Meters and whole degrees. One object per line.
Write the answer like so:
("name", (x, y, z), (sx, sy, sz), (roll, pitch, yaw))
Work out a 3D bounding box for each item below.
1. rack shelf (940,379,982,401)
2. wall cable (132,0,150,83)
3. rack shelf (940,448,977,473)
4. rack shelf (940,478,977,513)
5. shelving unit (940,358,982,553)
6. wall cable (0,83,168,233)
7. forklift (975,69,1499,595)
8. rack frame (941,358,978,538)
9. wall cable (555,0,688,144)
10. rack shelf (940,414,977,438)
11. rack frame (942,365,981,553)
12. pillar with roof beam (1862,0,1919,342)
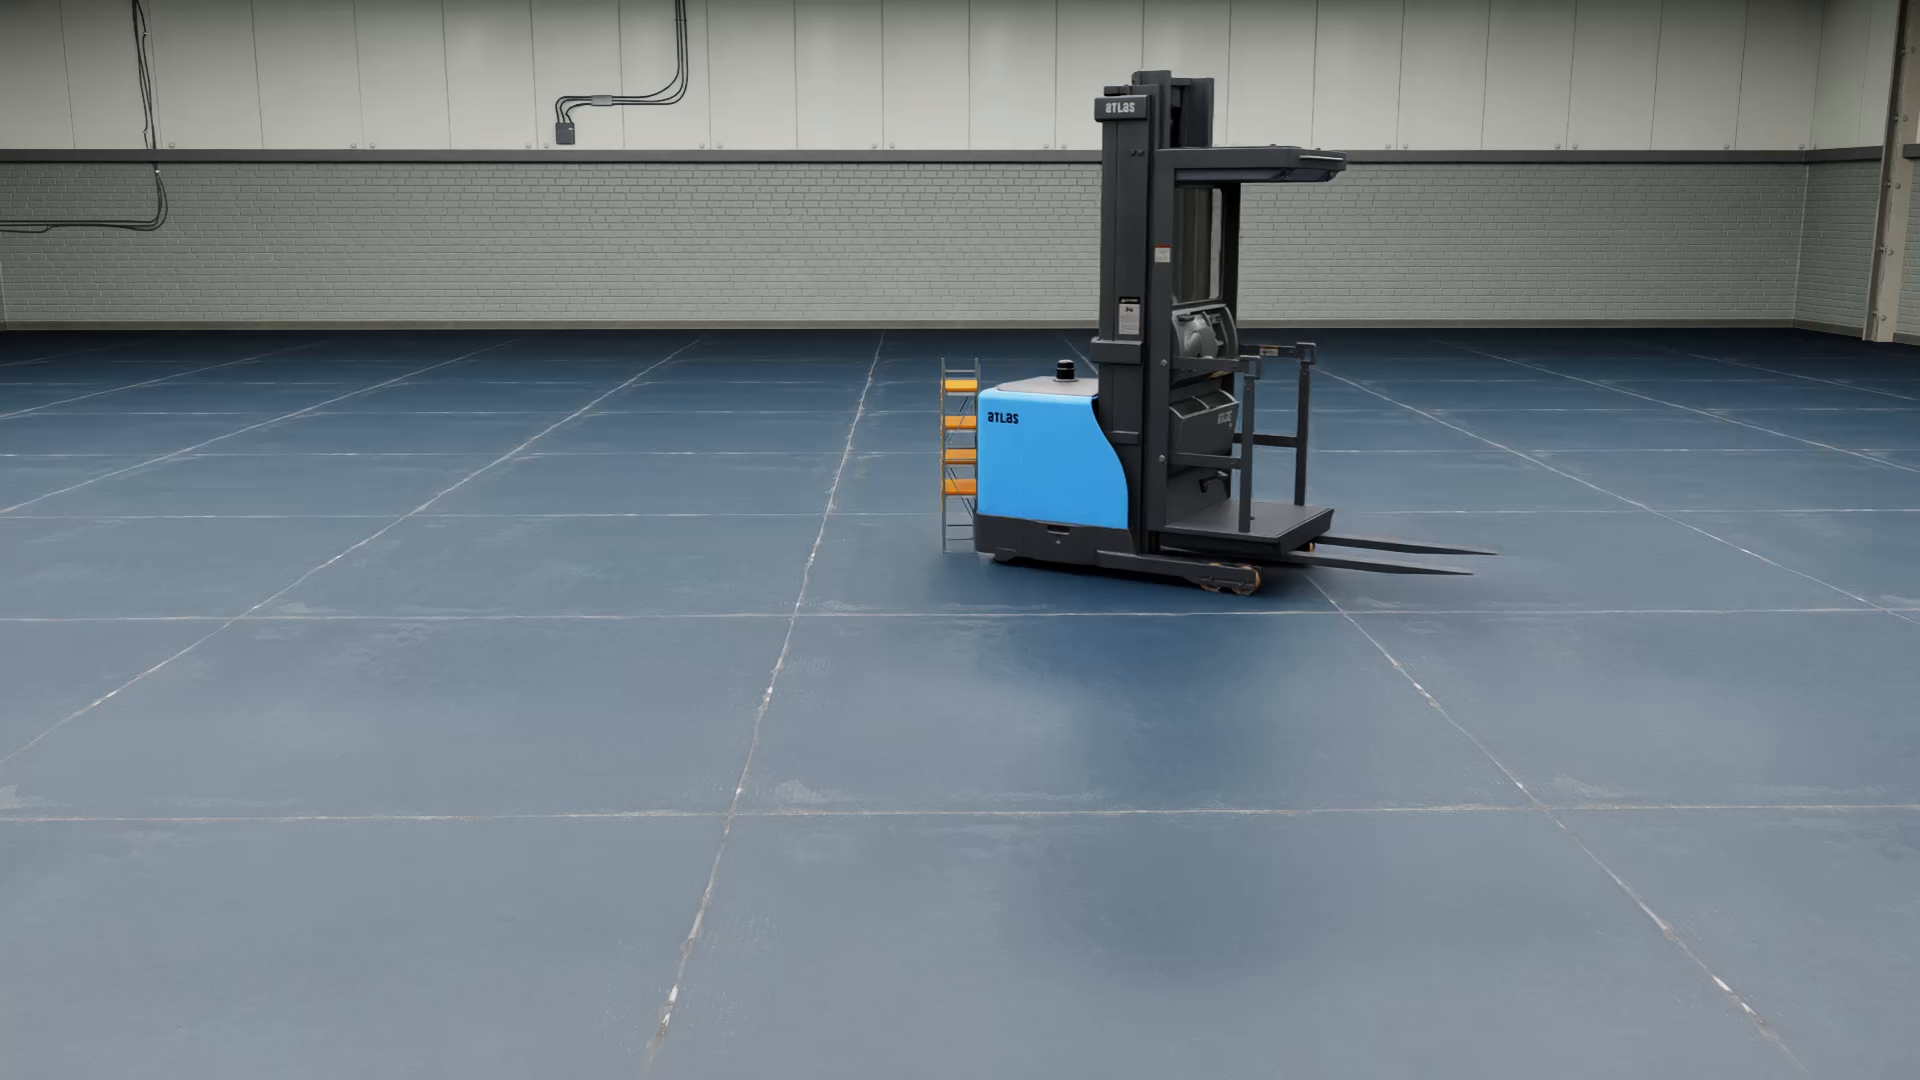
("rack shelf", (0.003, -0.940, 10.699), (0.258, 0.148, 0.480), (0, 11, -1))
("wall cable", (-12.619, -9.070, 28.243), (3.097, 2.526, 0.112), (0, 11, -1))
("rack shelf", (0.003, -0.489, 10.791), (0.258, 0.148, 0.480), (0, 11, -1))
("rack shelf", (0.003, -0.295, 10.830), (0.258, 0.148, 0.480), (0, 11, -1))
("shelving unit", (0.003, -0.555, 10.778), (0.258, 1.200, 0.503), (0, 11, -1))
("wall cable", (-15.323, -6.584, 28.690), (3.097, 2.526, 0.112), (0, 11, -1))
("forklift", (1.632, -1.241, 9.803), (3.031, 2.935, 1.130), (6, 13, 29))
("rack frame", (-0.002, -0.604, 11.017), (0.240, 1.200, 0.015), (0, 11, -1))
("wall cable", (-5.832, -9.808, 28.220), (2.305, 6.003, 0.169), (0, 11, -1))
("rack shelf", (0.003, -0.708, 10.747), (0.258, 0.148, 0.480), (0, 11, -1))
("rack frame", (0.008, -0.507, 10.539), (0.240, 1.200, 0.015), (0, 11, -1))
("pillar with roof beam", (10.605, -7.627, 26.019), (9.100, 9.000, 0.400), (0, 11, -1))
